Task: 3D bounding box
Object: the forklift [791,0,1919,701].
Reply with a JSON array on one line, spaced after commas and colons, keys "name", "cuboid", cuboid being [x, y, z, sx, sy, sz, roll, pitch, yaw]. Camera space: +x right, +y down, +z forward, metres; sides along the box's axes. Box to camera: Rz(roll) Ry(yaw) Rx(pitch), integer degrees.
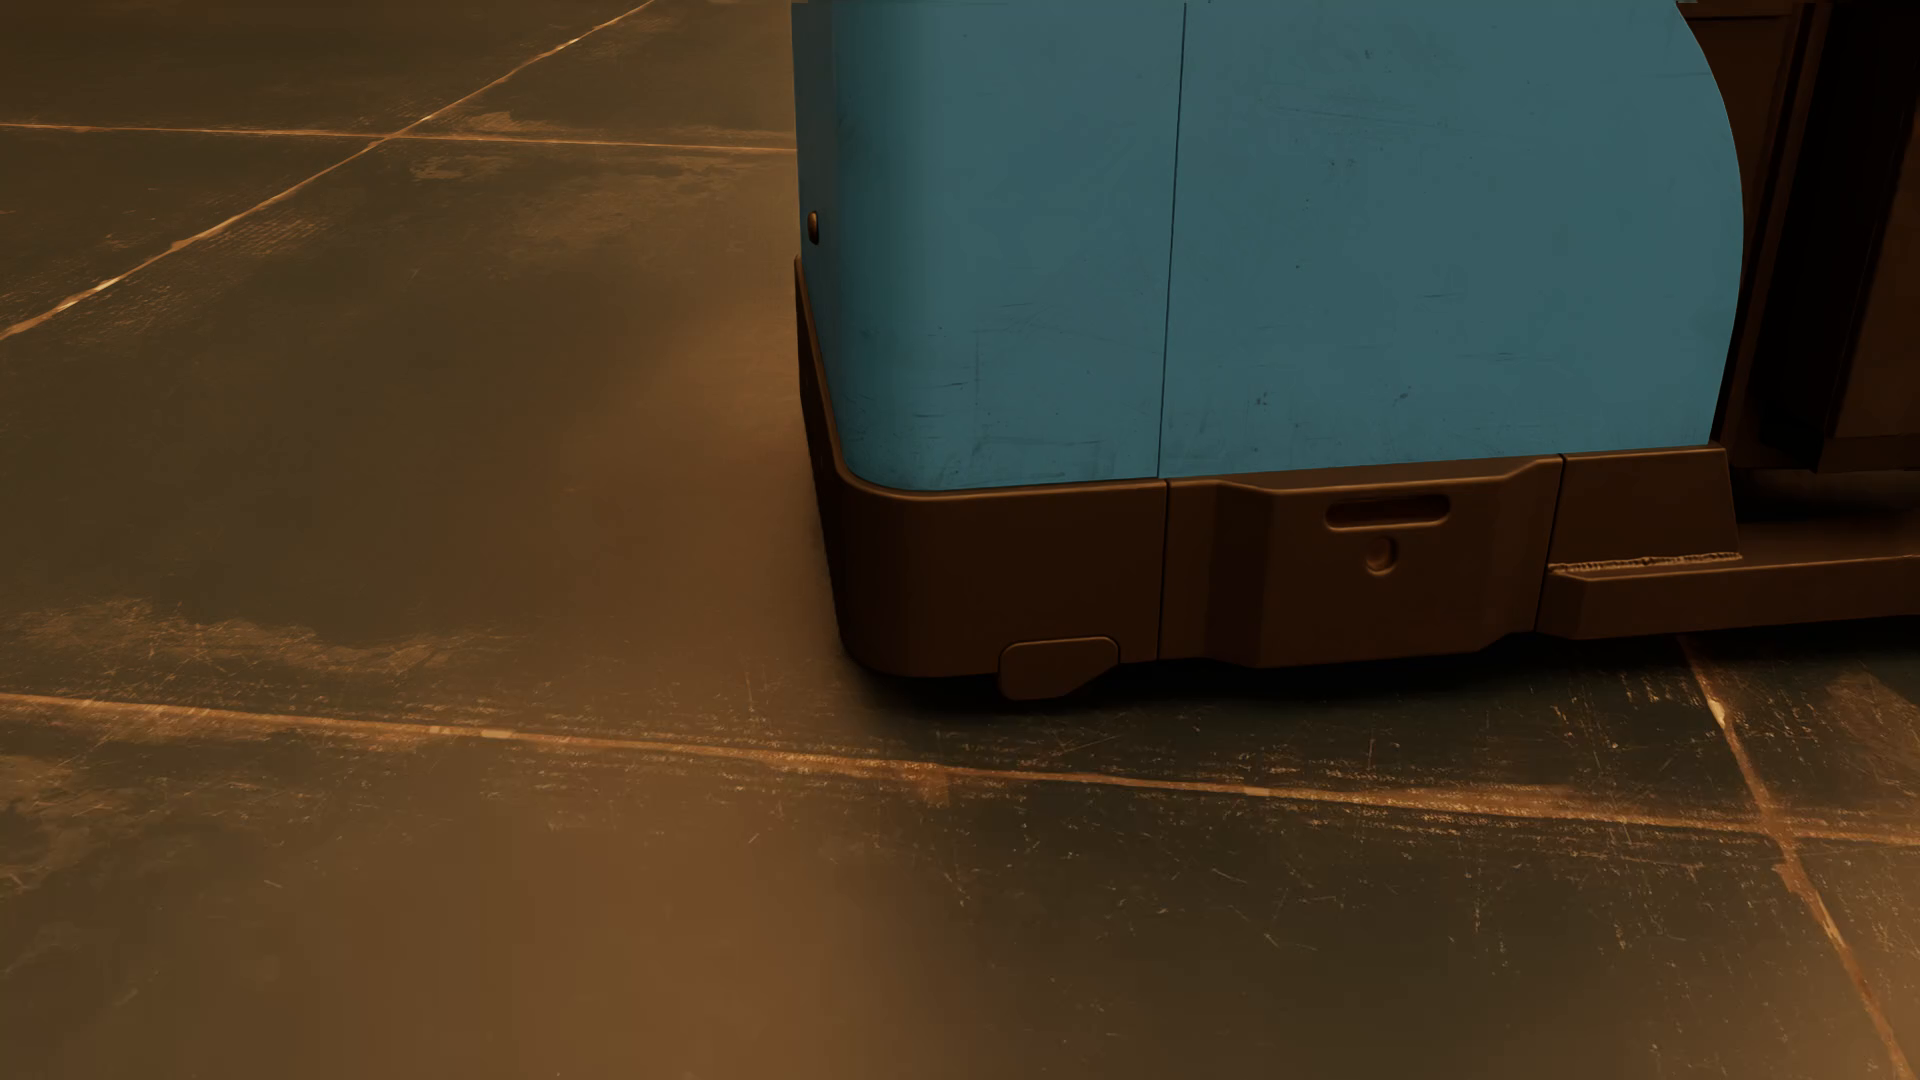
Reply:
[{"name": "forklift", "cuboid": [1.289, -1.404, 2.030, 3.031, 2.935, 1.130, -4, 27, -7]}]
